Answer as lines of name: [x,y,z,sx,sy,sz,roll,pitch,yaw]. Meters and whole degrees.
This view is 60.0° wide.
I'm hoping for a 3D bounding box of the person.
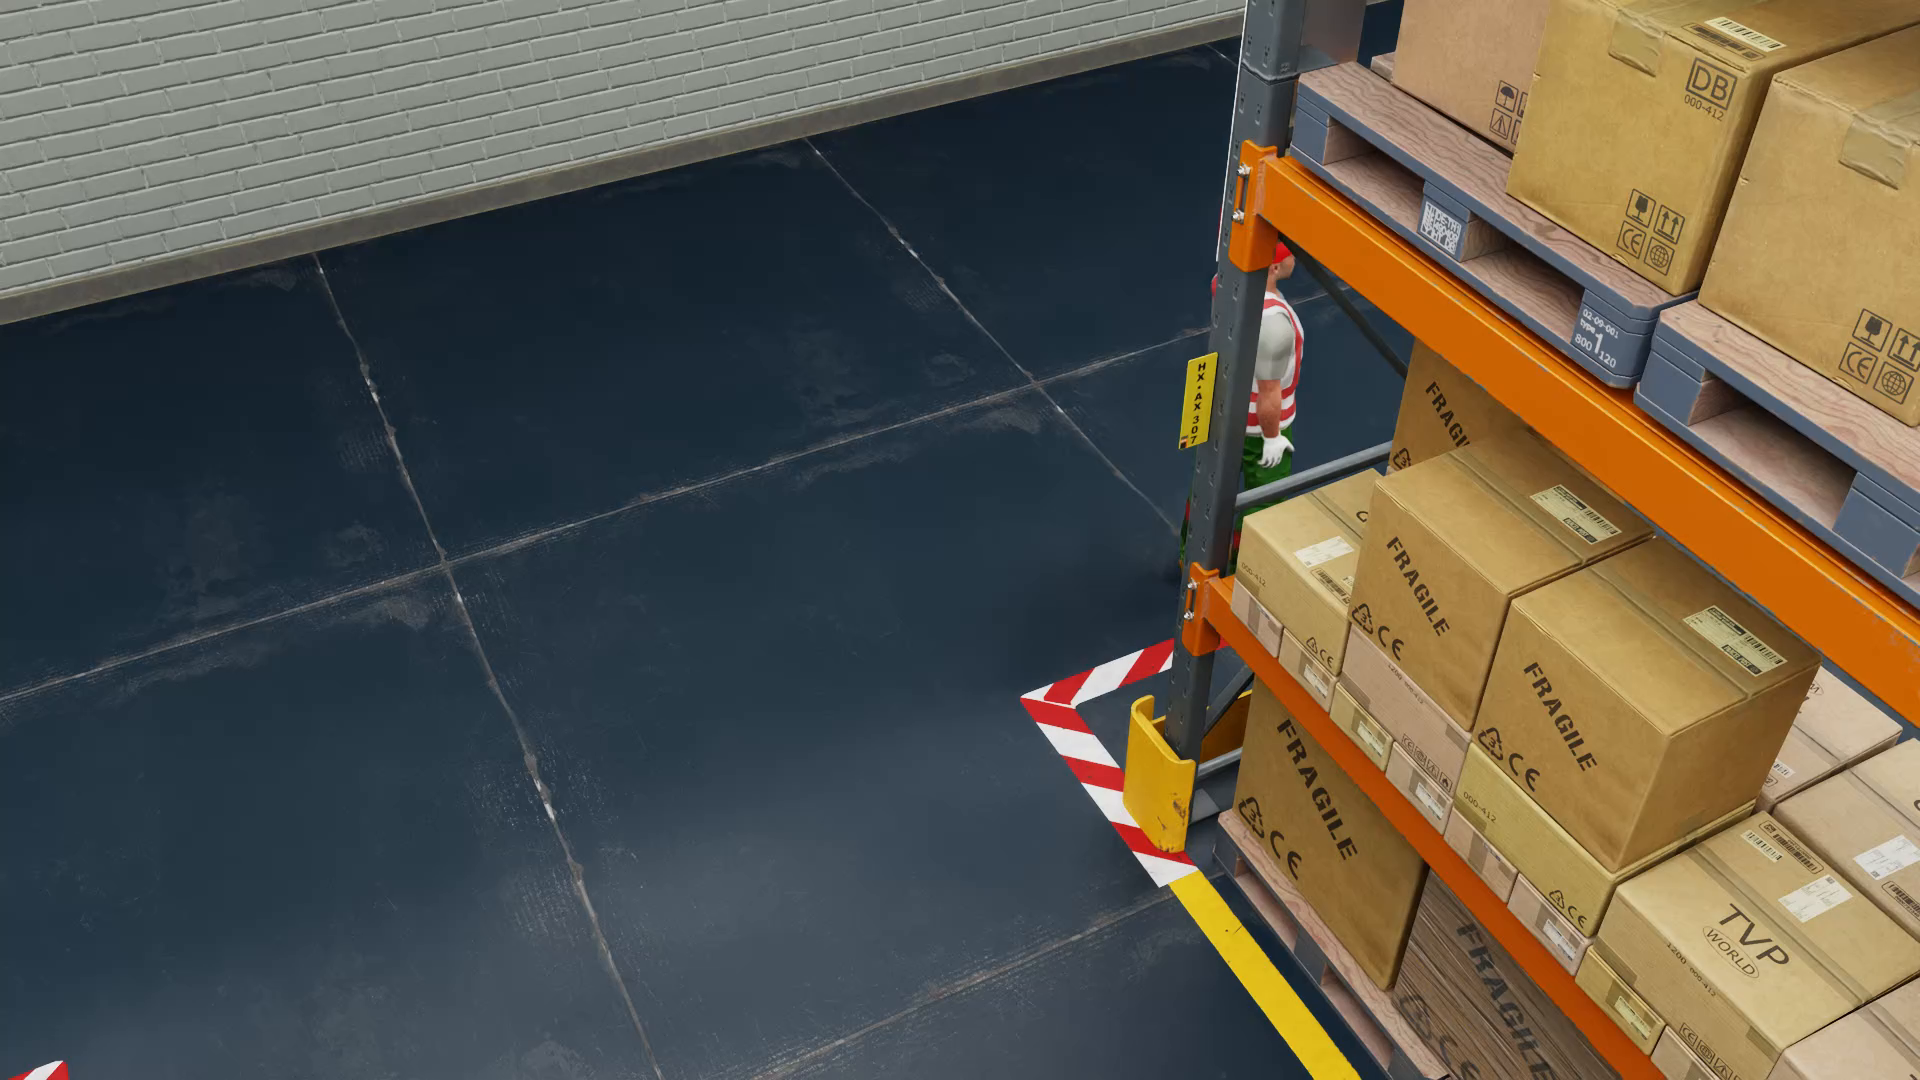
person: [1.209,-0.530,6.756,0.457,1.796,0.524,-10,42,-11]
